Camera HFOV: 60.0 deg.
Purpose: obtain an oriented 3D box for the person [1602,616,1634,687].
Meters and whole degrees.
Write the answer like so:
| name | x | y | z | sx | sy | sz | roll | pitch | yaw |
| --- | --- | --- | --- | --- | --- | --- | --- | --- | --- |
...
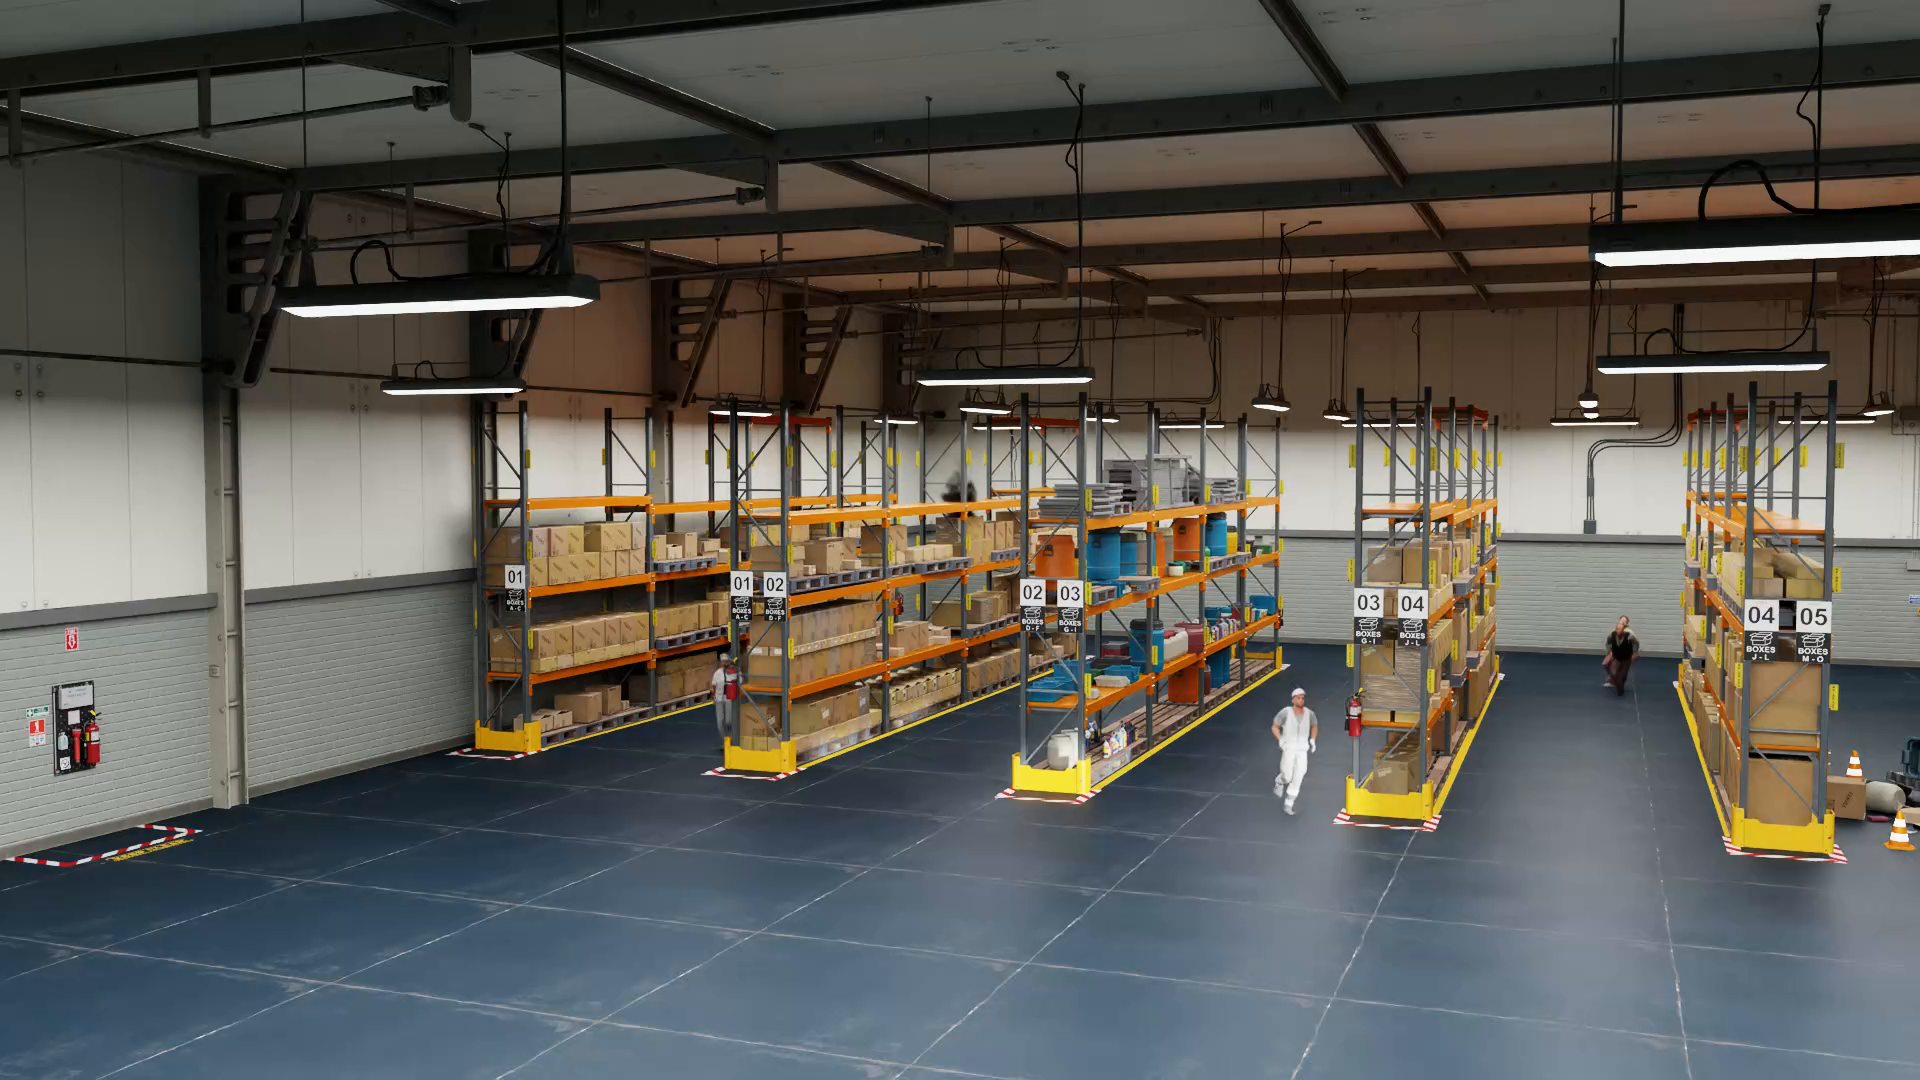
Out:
| name | x | y | z | sx | sy | sz | roll | pitch | yaw |
| --- | --- | --- | --- | --- | --- | --- | --- | --- | --- |
| person | 14.421 | 2.441 | 36.390 | 0.518 | 1.589 | 0.651 | -3 | 4 | -43 |

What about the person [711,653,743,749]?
| name | x | y | z | sx | sy | sz | roll | pitch | yaw |
| --- | --- | --- | --- | --- | --- | --- | --- | --- | --- |
| person | -4.053 | 2.776 | 28.650 | 0.570 | 1.654 | 0.538 | 1 | 3 | 10 |

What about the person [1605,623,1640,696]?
| name | x | y | z | sx | sy | sz | roll | pitch | yaw |
| --- | --- | --- | --- | --- | --- | --- | --- | --- | --- |
| person | 14.026 | 2.526 | 35.200 | 0.671 | 1.579 | 0.878 | 2 | 3 | 30 |

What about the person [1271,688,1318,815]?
| name | x | y | z | sx | sy | sz | roll | pitch | yaw |
| --- | --- | --- | --- | --- | --- | --- | --- | --- | --- |
| person | 4.793 | 2.991 | 23.742 | 0.676 | 1.762 | 0.727 | 0 | 3 | -7 |
